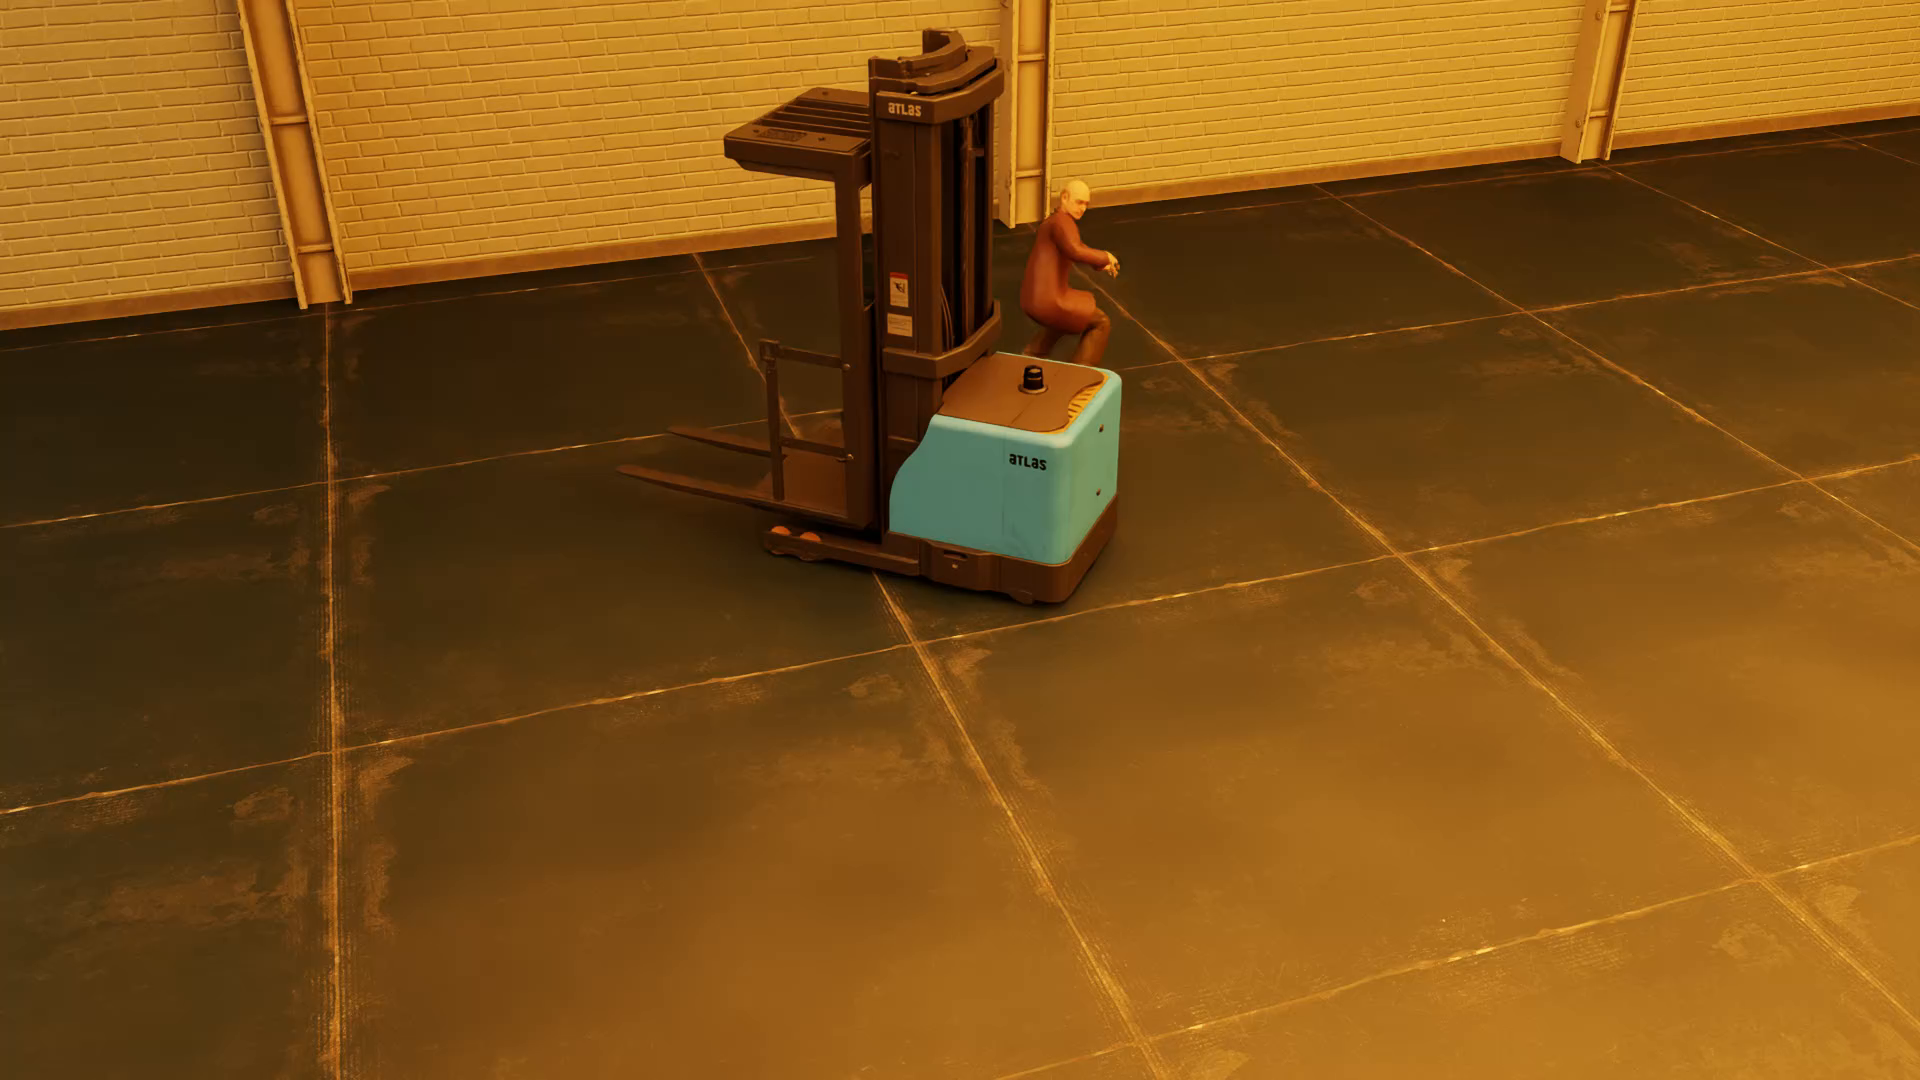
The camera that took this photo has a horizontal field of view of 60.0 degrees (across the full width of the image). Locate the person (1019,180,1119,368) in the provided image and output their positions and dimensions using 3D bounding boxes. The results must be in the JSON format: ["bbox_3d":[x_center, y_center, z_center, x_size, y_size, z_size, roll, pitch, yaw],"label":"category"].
[{"bbox_3d":[0.843,-1.739,11.596,0.912,1.534,0.847,-11,32,-18],"label":"person"}]

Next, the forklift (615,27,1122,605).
[{"bbox_3d":[-0.622,-1.375,9.476,3.031,2.935,1.130,12,32,20],"label":"forklift"}]
